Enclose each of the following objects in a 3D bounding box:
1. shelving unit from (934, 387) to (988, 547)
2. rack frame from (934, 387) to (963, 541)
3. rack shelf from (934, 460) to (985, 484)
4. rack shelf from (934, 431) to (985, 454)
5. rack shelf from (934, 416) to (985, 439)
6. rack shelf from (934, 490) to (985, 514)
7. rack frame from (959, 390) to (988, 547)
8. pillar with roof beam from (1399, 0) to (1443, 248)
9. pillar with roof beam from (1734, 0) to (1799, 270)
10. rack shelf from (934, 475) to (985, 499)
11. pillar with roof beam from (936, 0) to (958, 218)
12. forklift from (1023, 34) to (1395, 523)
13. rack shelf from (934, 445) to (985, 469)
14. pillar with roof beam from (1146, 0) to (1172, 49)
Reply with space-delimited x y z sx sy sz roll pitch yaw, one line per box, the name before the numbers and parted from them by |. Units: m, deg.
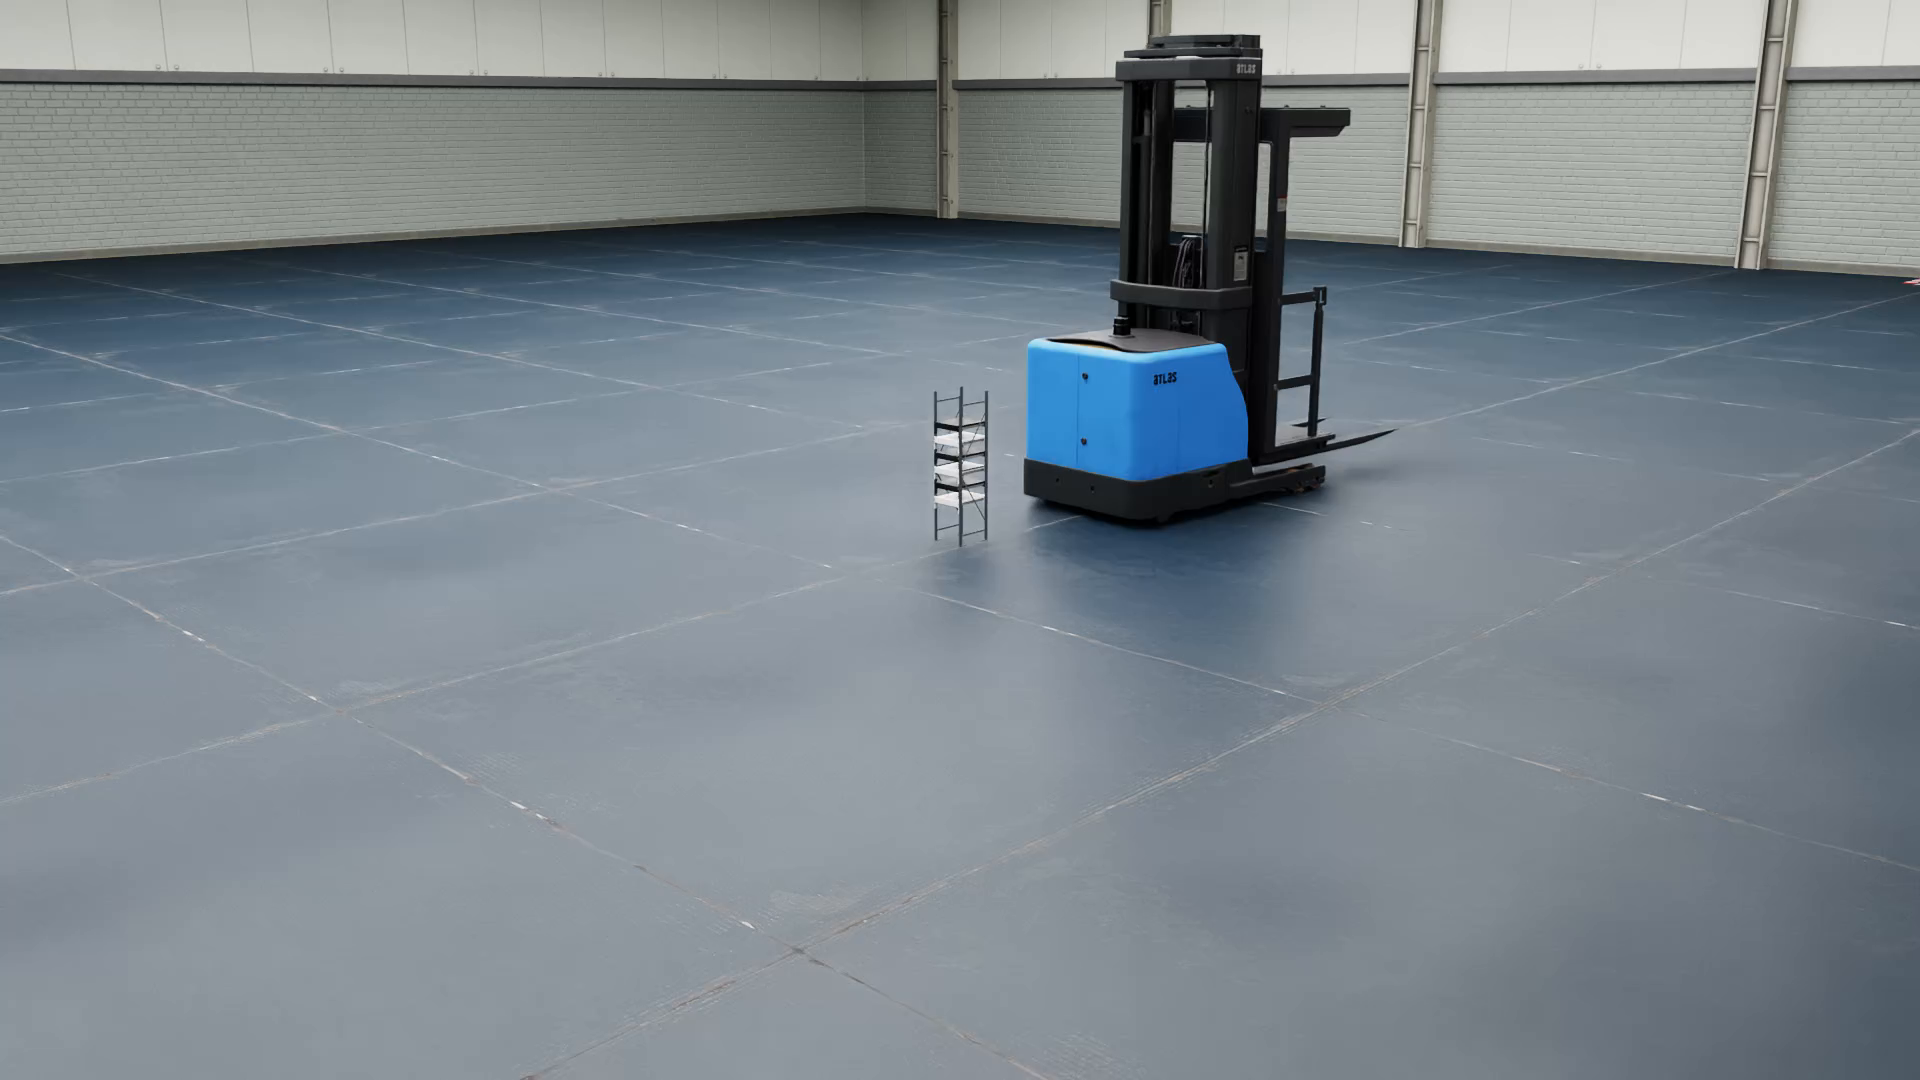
shelving unit | 0.006 -0.434 9.813 0.210 0.900 0.258 14 20 42
rack frame | -0.067 -0.452 9.881 0.006 0.900 0.240 14 20 42
rack shelf | 0.006 -0.402 9.822 0.200 0.077 0.258 14 20 42
rack shelf | 0.006 -0.576 9.776 0.200 0.077 0.258 14 20 42
rack shelf | 0.006 -0.663 9.753 0.200 0.077 0.258 14 20 42
rack shelf | 0.006 -0.228 9.867 0.200 0.077 0.258 14 20 42
rack frame | 0.079 -0.416 9.745 0.006 0.900 0.240 14 20 42
pillar with roof beam | 5.364 -8.984 26.564 0.400 9.000 9.100 14 20 42
pillar with roof beam | 9.683 -7.934 22.534 0.400 9.000 9.100 14 20 42
rack shelf | 0.006 -0.315 9.844 0.200 0.077 0.258 14 20 42
pillar with roof beam | -3.275 -11.084 34.624 0.400 9.000 9.100 14 20 42
forklift | 1.841 -1.815 11.086 3.031 2.935 1.130 -13 19 -41
rack shelf | 0.006 -0.489 9.799 0.200 0.077 0.258 14 20 42
pillar with roof beam | 1.045 -10.034 30.594 0.400 9.000 9.100 14 20 42
